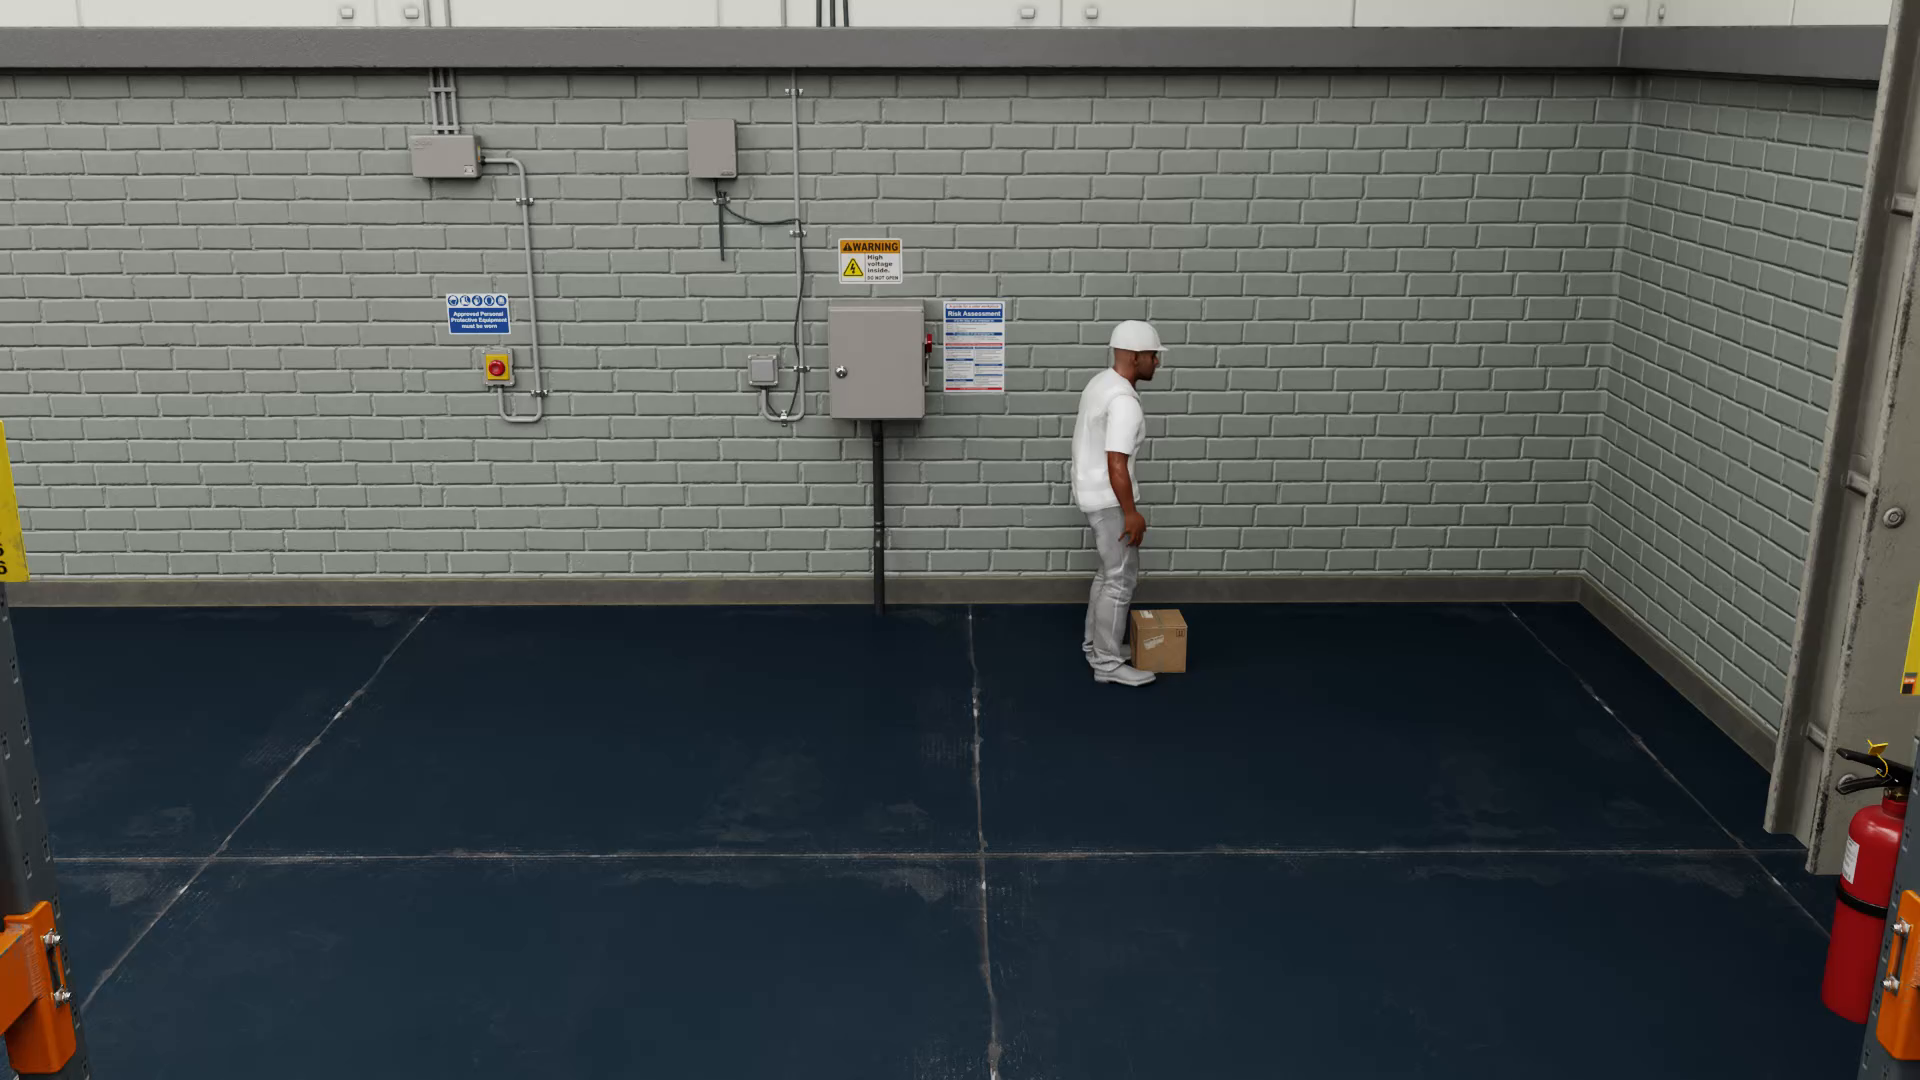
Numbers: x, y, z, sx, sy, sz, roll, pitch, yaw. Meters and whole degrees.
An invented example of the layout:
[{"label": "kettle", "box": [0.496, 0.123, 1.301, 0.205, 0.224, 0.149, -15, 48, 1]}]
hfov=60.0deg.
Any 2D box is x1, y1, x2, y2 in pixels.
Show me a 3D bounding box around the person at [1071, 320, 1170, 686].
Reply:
[{"label": "person", "box": [0.778, -0.199, 8.162, 0.458, 1.761, 0.638, -1, 17, -3]}]
